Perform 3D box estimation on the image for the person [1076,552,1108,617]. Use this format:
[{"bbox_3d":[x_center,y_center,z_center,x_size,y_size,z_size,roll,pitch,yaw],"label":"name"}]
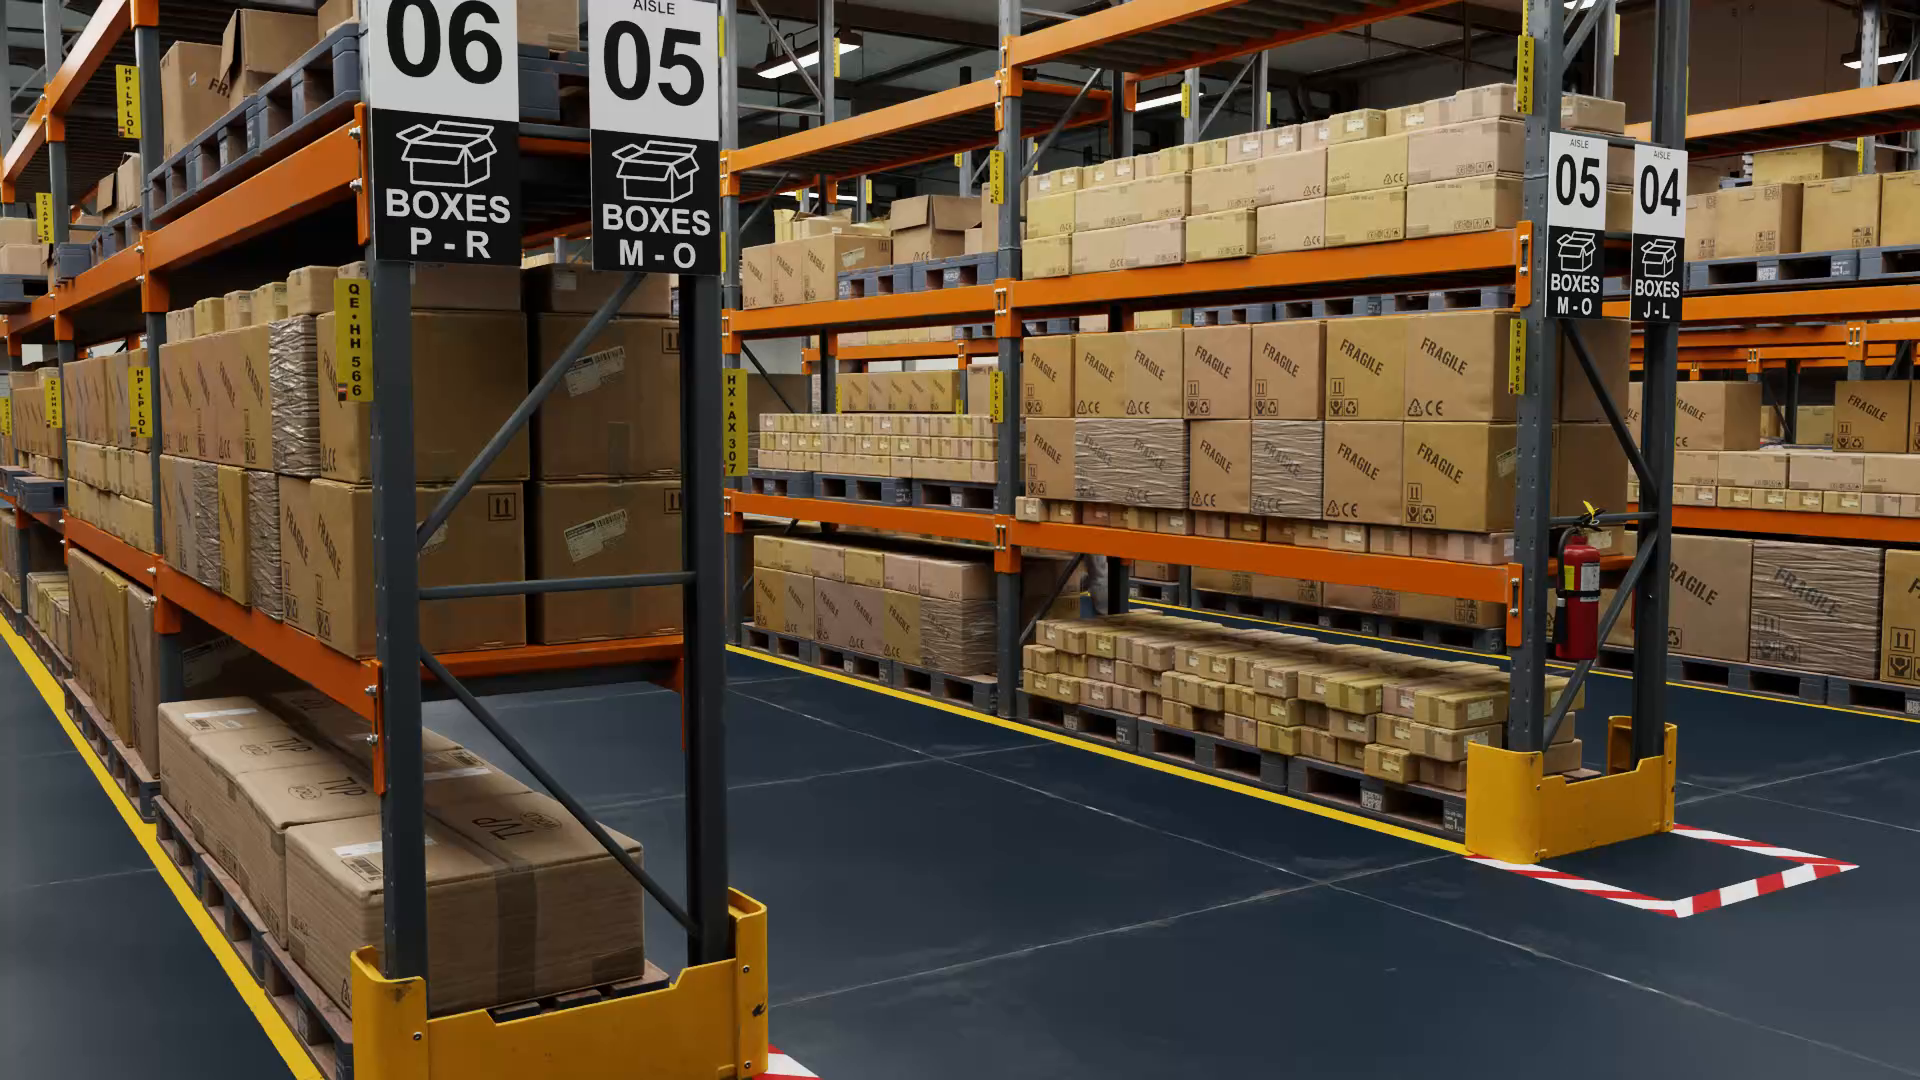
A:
[{"bbox_3d":[1.142,-0.056,14.795,0.809,1.753,0.591,1,5,17],"label":"person"}]
